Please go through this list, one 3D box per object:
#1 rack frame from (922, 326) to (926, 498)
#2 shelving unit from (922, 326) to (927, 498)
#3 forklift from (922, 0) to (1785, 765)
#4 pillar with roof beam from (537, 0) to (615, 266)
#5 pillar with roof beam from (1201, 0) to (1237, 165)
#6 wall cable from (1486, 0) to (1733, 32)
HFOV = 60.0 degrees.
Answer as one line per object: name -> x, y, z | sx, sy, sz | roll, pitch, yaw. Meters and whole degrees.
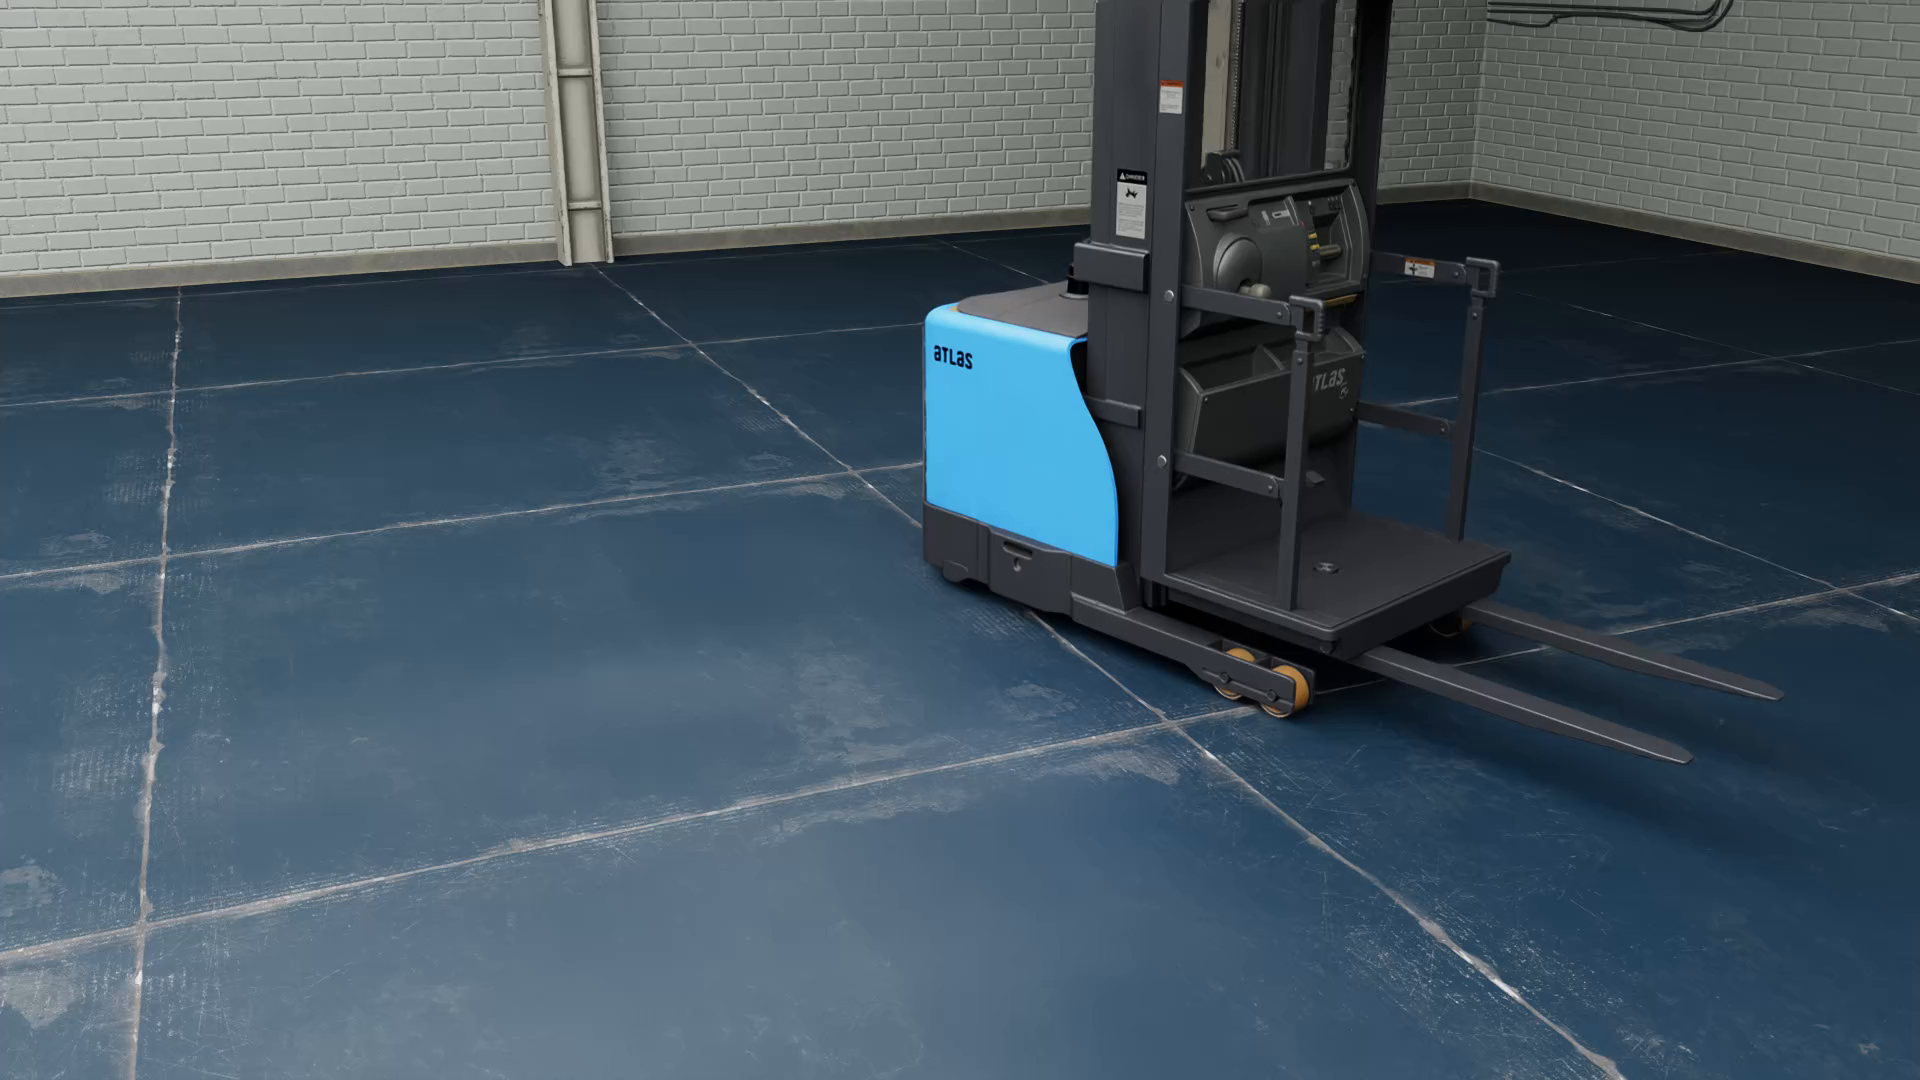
rack frame -> -0.104, -0.411, 6.833 | 0.006, 0.900, 0.240 | -8, 21, -23
shelving unit -> -0.011, -0.425, 6.873 | 0.210, 0.900, 0.258 | -8, 21, -23
forklift -> 1.222, -0.999, 5.445 | 1.130, 2.935, 3.031 | -17, 26, -40
pillar with roof beam -> -1.312, -5.185, 8.198 | 0.400, 9.000, 9.100 | -8, 21, -22
pillar with roof beam -> 4.197, -5.974, 10.439 | 0.400, 9.000, 9.100 | -8, 21, -22
wall cable -> 5.721, -5.806, 14.639 | 0.112, 2.526, 3.097 | -8, 21, -22
